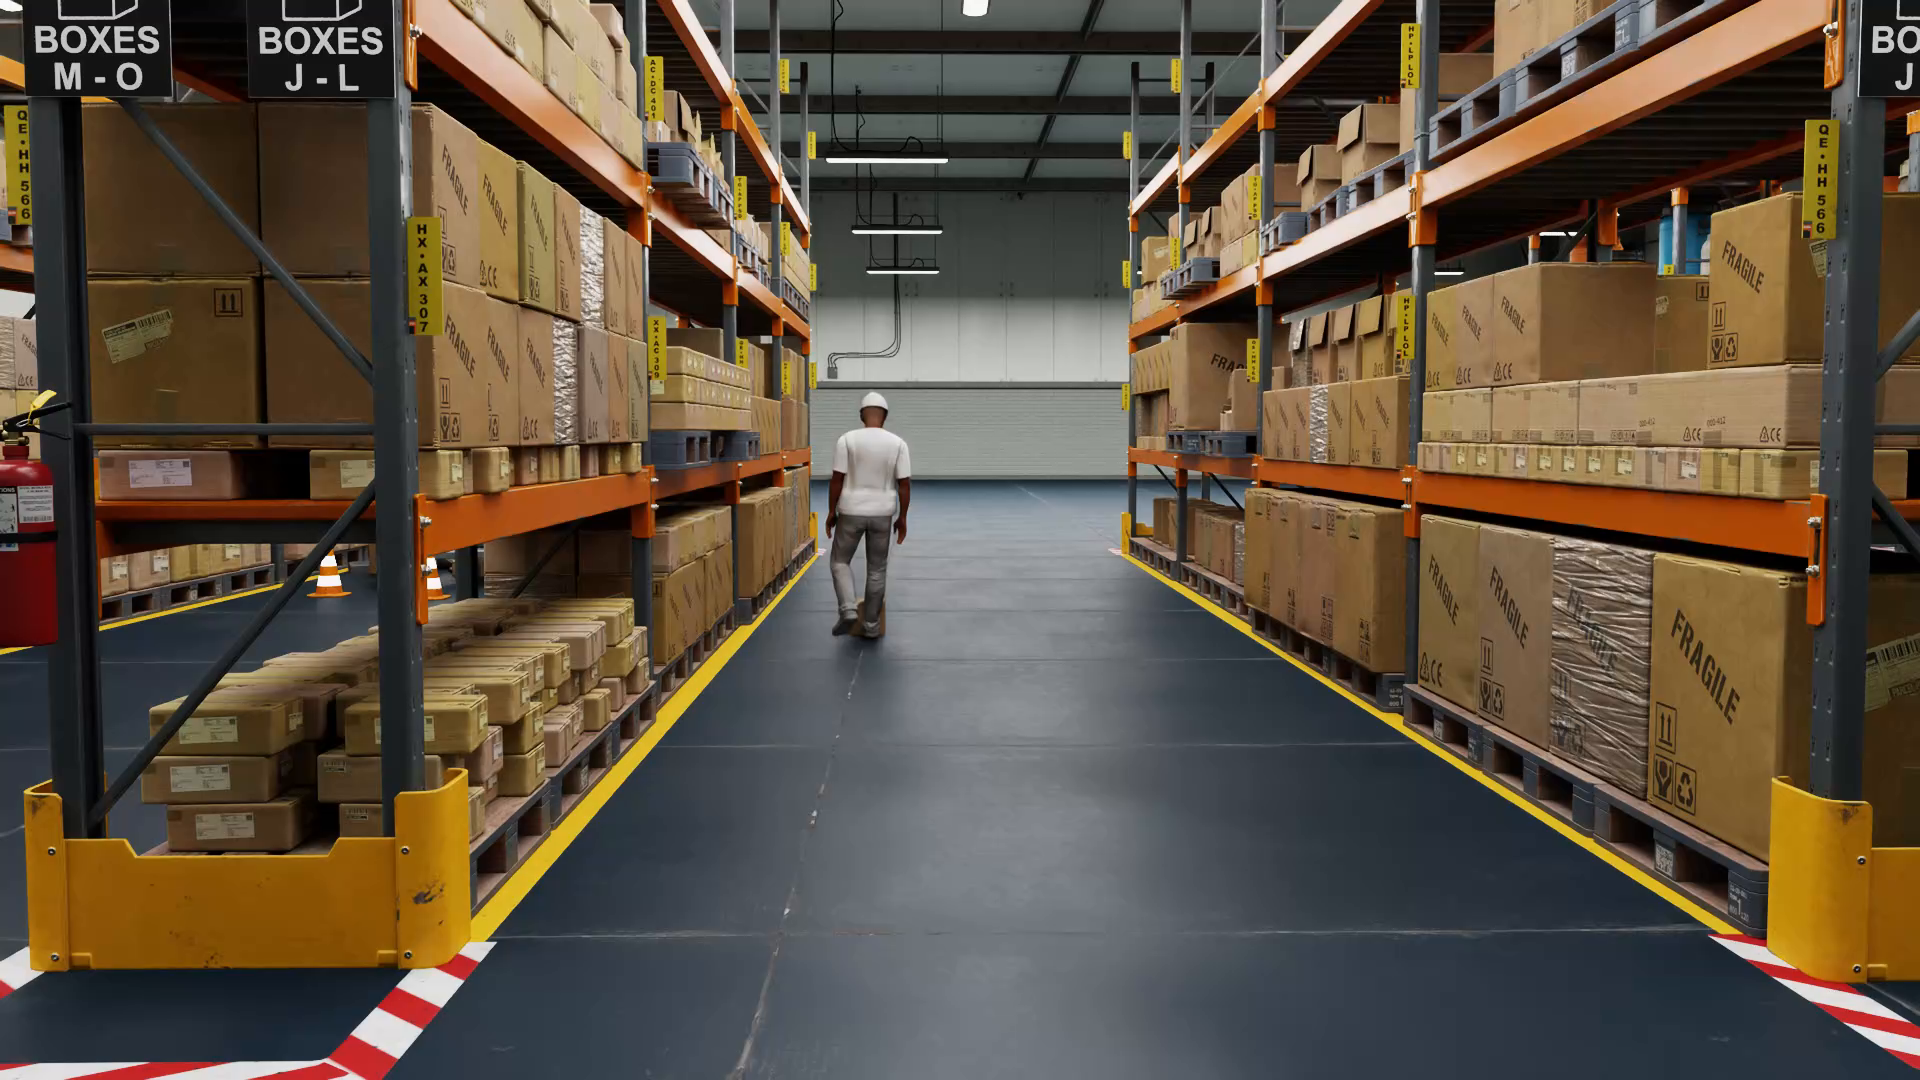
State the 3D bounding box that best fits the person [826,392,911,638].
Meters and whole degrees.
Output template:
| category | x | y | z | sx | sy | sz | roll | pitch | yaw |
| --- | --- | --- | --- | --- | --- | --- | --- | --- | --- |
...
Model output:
| category | x | y | z | sx | sy | sz | roll | pitch | yaw |
| --- | --- | --- | --- | --- | --- | --- | --- | --- | --- |
| person | -0.672 | -0.174 | 11.955 | 0.609 | 1.765 | 0.581 | -1 | 4 | -10 |
